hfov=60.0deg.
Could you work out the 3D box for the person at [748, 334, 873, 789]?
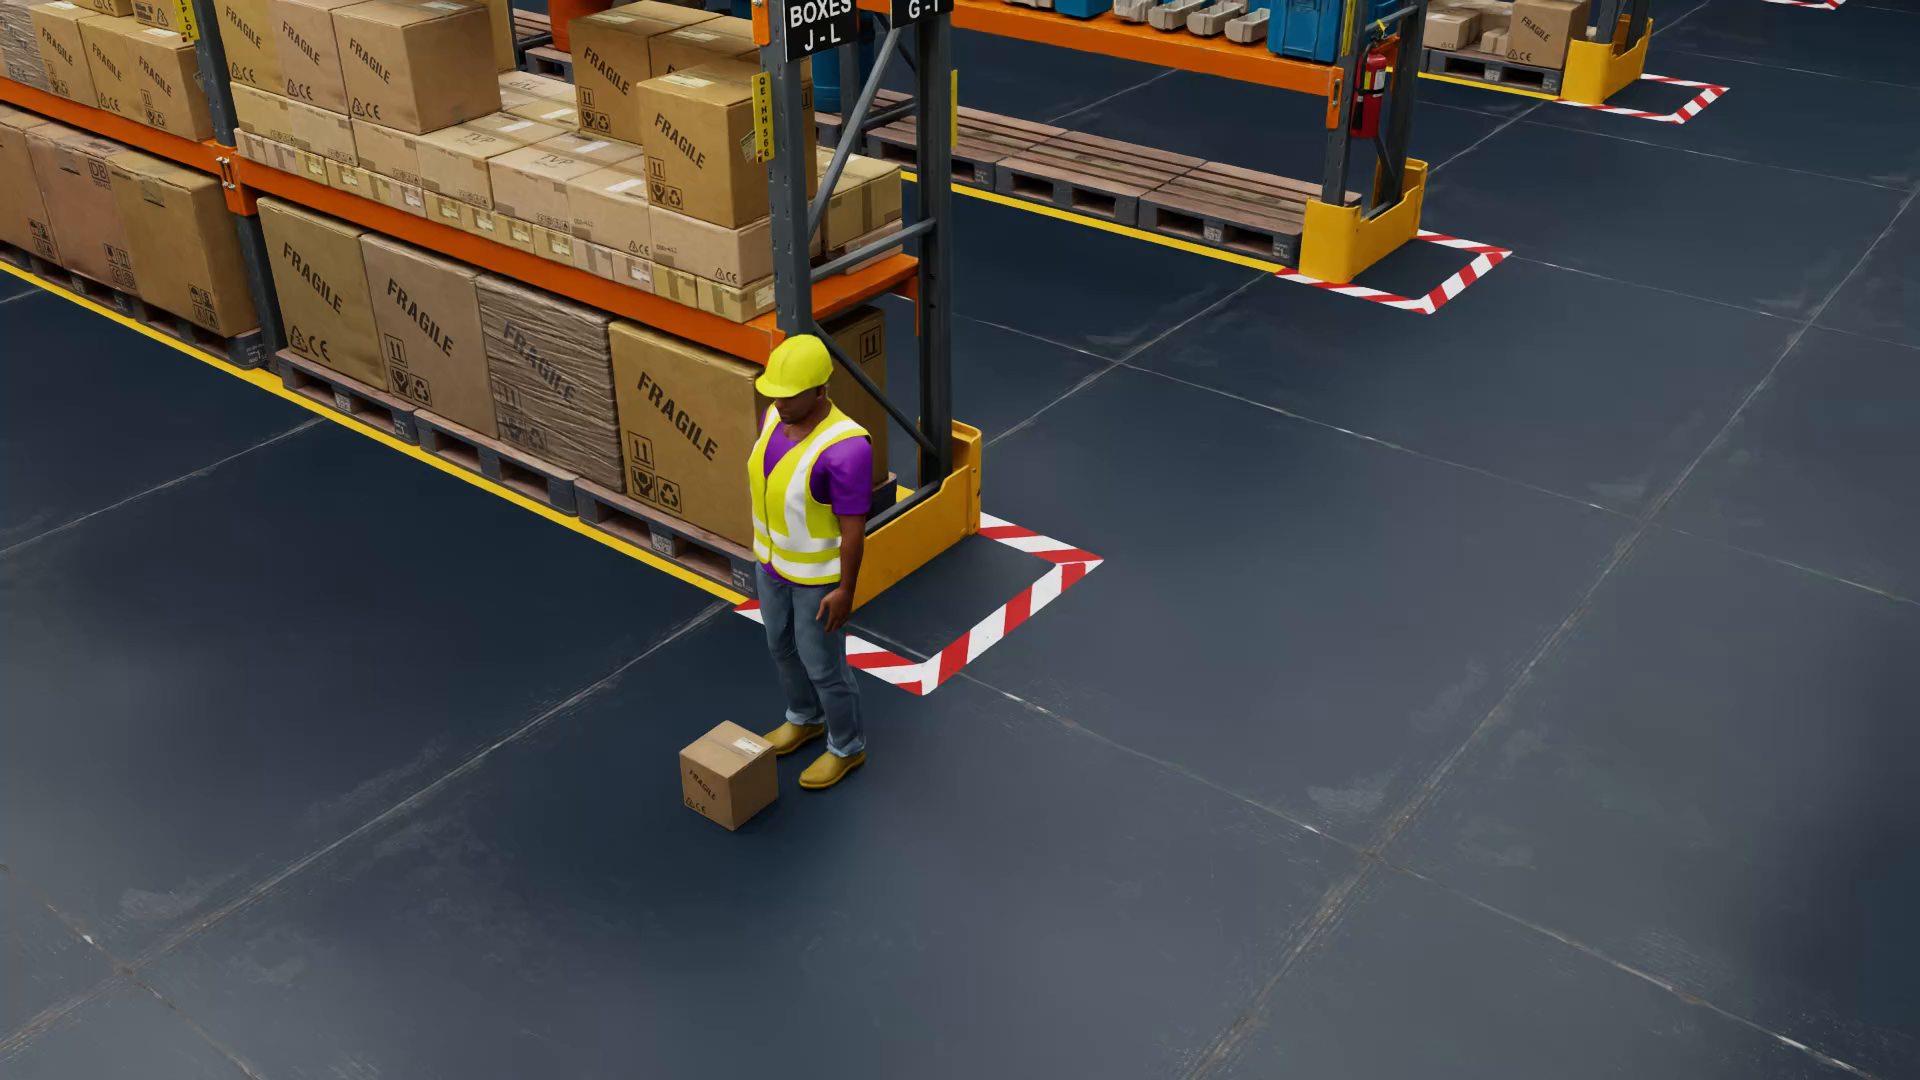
[{"bbox_3d":[-0.543,0.083,5.972,0.365,1.763,0.565,-24,38,-34],"label":"person"}]
